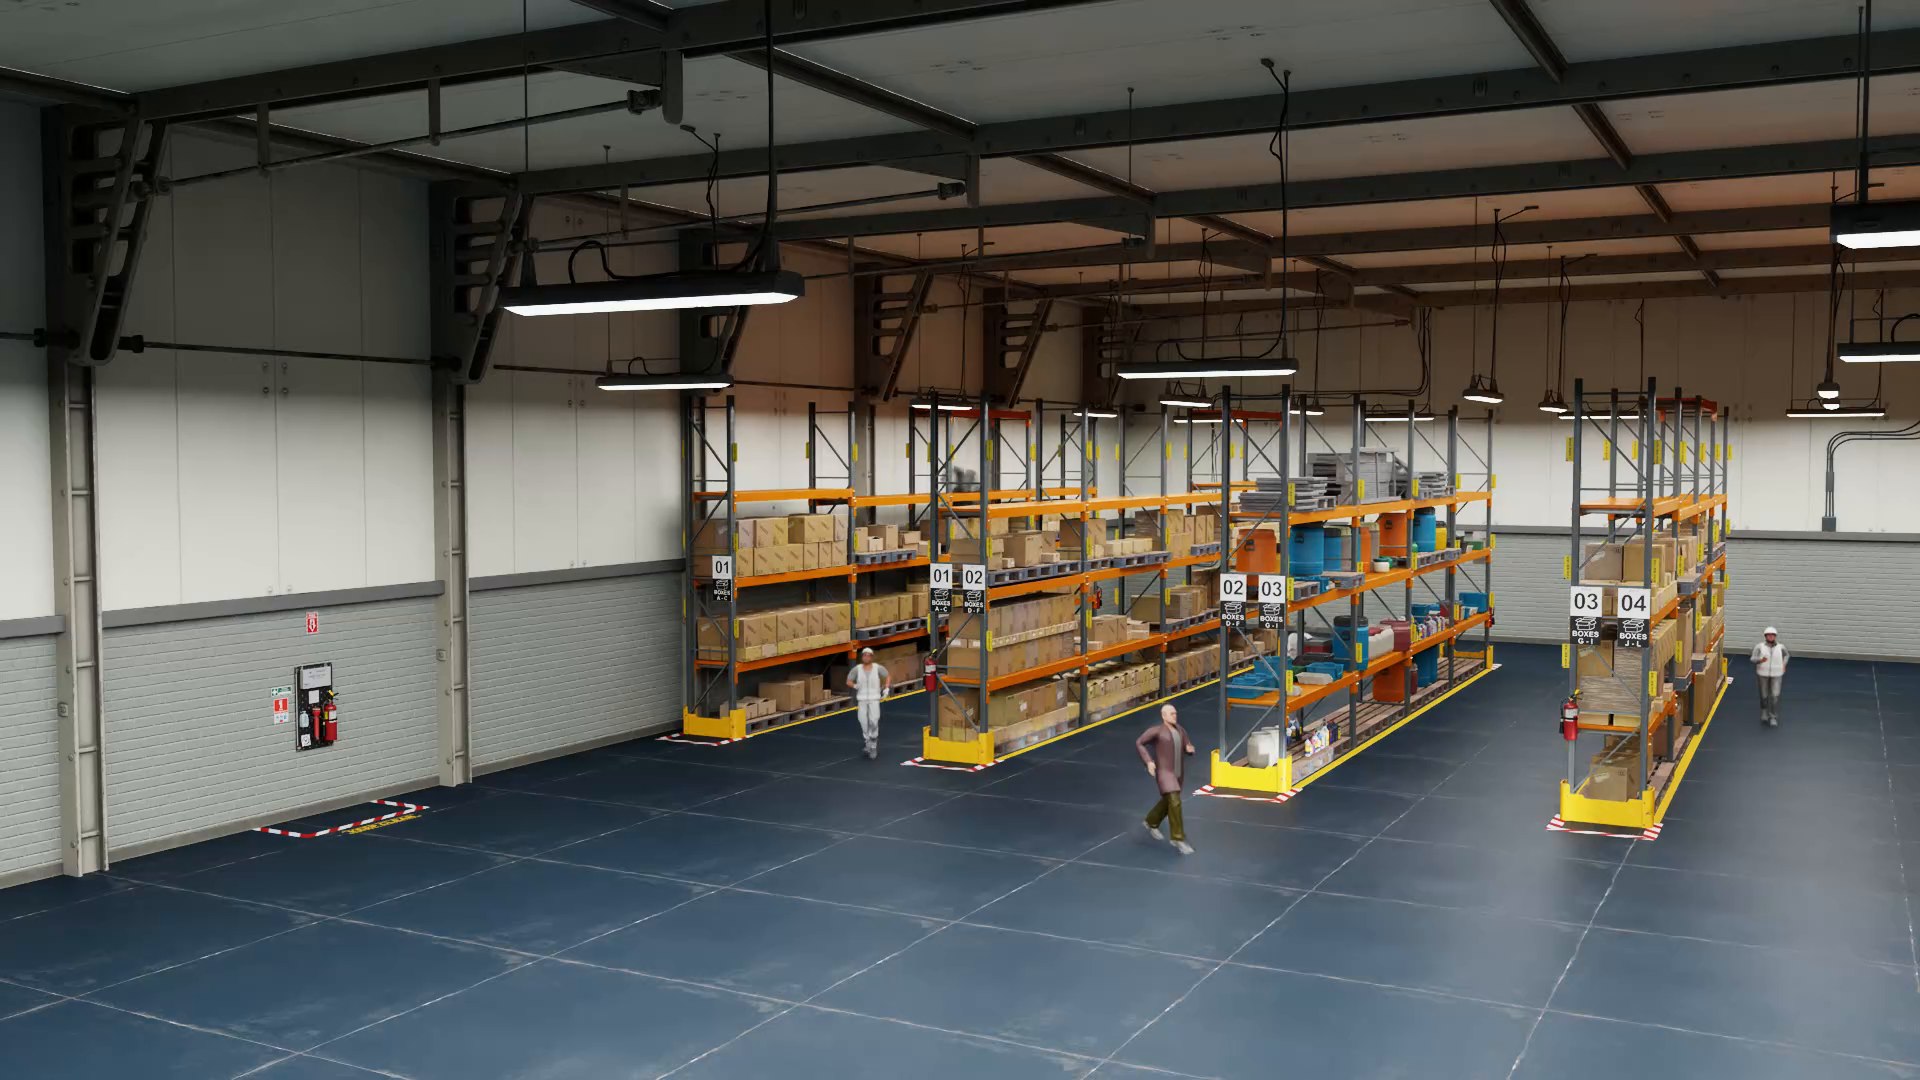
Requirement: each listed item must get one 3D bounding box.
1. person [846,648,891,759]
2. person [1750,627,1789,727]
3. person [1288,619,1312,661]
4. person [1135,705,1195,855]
[{"bbox_3d":[-1.514,2.674,27.356,0.730,1.815,0.667,0,3,2],"label":"person"},{"bbox_3d":[14.813,2.475,30.423,0.656,1.765,0.939,1,3,23],"label":"person"},{"bbox_3d":[6.697,2.419,32.827,0.588,1.741,0.806,2,4,33],"label":"person"},{"bbox_3d":[2.639,3.030,21.011,0.686,1.719,0.978,-3,4,-41],"label":"person"}]
